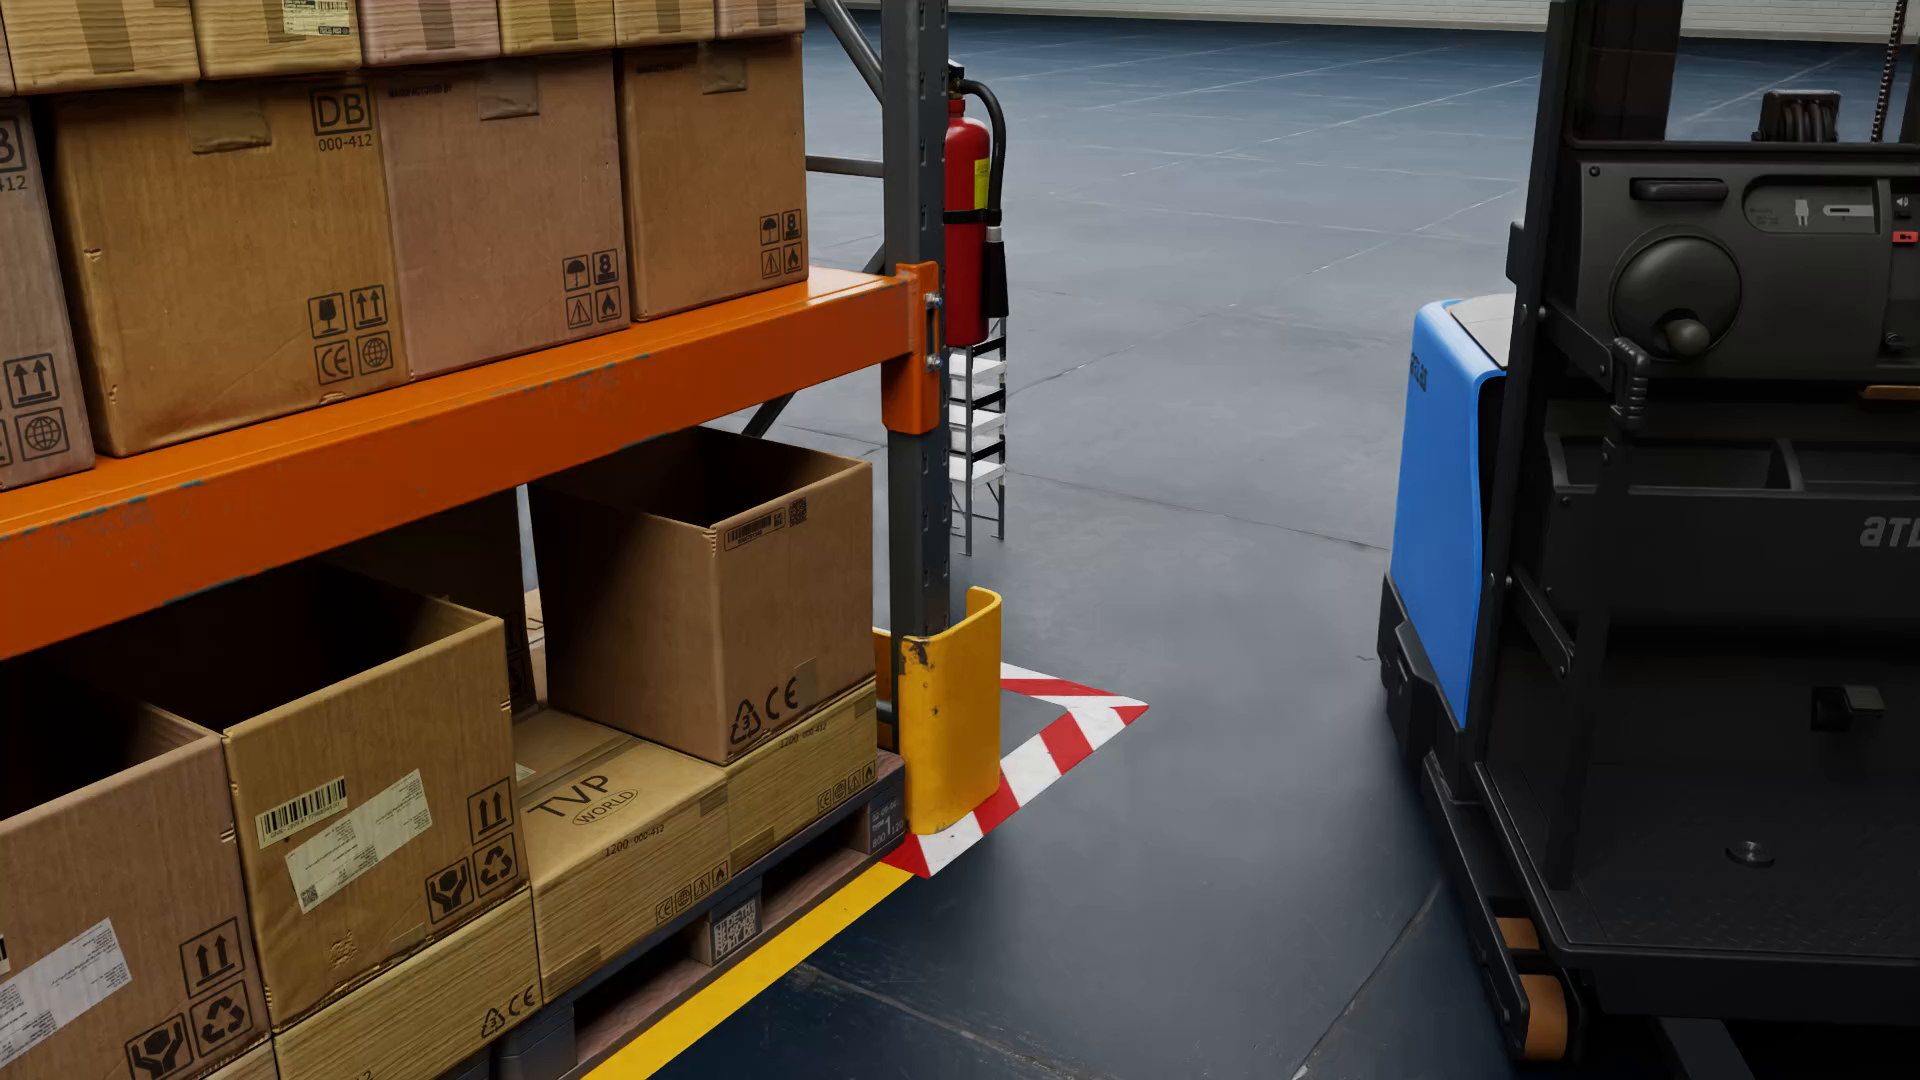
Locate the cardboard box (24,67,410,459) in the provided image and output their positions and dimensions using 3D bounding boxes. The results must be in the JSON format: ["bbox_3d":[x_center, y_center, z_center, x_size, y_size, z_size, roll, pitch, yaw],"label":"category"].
[{"bbox_3d":[-1.318,-0.485,2.608,0.700,0.500,0.500,13,24,32],"label":"cardboard box"}]

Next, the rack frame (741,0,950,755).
[{"bbox_3d":[-0.469,-0.863,3.773,1.000,3.000,0.127,13,24,32],"label":"rack frame"}]

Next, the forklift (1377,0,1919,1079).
[{"bbox_3d":[1.598,-0.489,2.863,1.130,2.935,3.031,1,20,4],"label":"forklift"}]

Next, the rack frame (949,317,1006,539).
[{"bbox_3d":[0.053,-0.449,5.681,0.240,0.900,0.006,13,24,32],"label":"rack frame"}]

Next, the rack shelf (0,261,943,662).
[{"bbox_3d":[-1.594,0.049,2.347,1.077,0.370,4.000,13,24,32],"label":"rack shelf"}]

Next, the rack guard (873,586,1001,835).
[{"bbox_3d":[-0.456,0.303,4.225,1.175,0.500,0.348,13,24,32],"label":"rack guard"}]

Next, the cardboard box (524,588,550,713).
[{"bbox_3d":[-0.955,0.341,3.879,0.500,0.250,0.500,13,24,32],"label":"cardboard box"}]

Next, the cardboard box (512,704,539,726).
[{"bbox_3d":[-1.233,0.485,3.489,0.500,0.250,0.500,13,24,32],"label":"cardboard box"}]

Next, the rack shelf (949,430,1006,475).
[{"bbox_3d":[-0.005,-0.304,5.645,0.258,0.077,0.200,13,24,32],"label":"rack shelf"}]

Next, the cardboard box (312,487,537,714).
[{"bbox_3d":[-1.234,0.133,3.360,0.500,0.500,0.500,13,24,32],"label":"cardboard box"}]

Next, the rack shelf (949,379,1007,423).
[{"bbox_3d":[-0.005,-0.473,5.583,0.258,0.077,0.200,13,24,32],"label":"rack shelf"}]

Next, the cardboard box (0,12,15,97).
[{"bbox_3d":[-1.397,-0.621,2.042,0.380,0.149,0.250,13,24,31],"label":"cardboard box"}]

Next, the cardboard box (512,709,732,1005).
[{"bbox_3d":[-0.798,0.587,3.211,0.500,0.250,0.500,13,24,32],"label":"cardboard box"}]

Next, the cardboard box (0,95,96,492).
[{"bbox_3d":[-1.610,-0.333,2.198,0.700,0.500,0.500,14,25,33],"label":"cardboard box"}]

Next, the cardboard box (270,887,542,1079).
[{"bbox_3d":[-1.077,0.731,2.823,0.500,0.250,0.500,13,24,32],"label":"cardboard box"}]

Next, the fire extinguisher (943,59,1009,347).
[{"bbox_3d":[-0.019,-0.770,3.633,0.296,0.674,0.183,13,24,32],"label":"fire extinguisher"}]

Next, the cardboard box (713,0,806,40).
[{"bbox_3d":[-0.527,-1.067,3.246,0.380,0.149,0.250,13,24,31],"label":"cardboard box"}]

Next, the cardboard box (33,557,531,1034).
[{"bbox_3d":[-1.075,0.380,2.691,0.500,0.500,0.500,13,24,32],"label":"cardboard box"}]

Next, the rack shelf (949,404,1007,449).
[{"bbox_3d":[-0.005,-0.388,5.614,0.258,0.077,0.200,13,24,32],"label":"rack shelf"}]

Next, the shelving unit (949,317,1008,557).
[{"bbox_3d":[-0.005,-0.420,5.603,0.258,0.900,0.210,13,24,32],"label":"shelving unit"}]

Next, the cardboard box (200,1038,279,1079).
[{"bbox_3d":[-1.360,0.874,2.436,0.500,0.250,0.500,13,24,32],"label":"cardboard box"}]

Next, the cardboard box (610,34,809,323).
[{"bbox_3d":[-0.742,-0.778,3.400,0.700,0.500,0.500,13,24,32],"label":"cardboard box"}]

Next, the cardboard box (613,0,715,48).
[{"bbox_3d":[-0.673,-0.992,3.043,0.380,0.149,0.250,14,24,33],"label":"cardboard box"}]

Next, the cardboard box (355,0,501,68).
[{"bbox_3d":[-0.959,-0.846,2.650,0.380,0.149,0.250,14,24,33],"label":"cardboard box"}]

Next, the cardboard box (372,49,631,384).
[{"bbox_3d":[-1.034,-0.626,2.991,0.700,0.500,0.500,14,24,33],"label":"cardboard box"}]

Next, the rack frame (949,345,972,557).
[{"bbox_3d":[-0.062,-0.391,5.524,0.240,0.900,0.006,13,24,32],"label":"rack frame"}]

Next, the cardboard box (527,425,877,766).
[{"bbox_3d":[-0.525,0.090,3.474,0.500,0.500,0.500,13,24,32],"label":"cardboard box"}]

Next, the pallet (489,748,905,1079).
[{"bbox_3d":[-0.865,0.673,3.642,1.003,0.211,1.213,13,24,32],"label":"pallet"}]

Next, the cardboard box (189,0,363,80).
[{"bbox_3d":[-1.107,-0.771,2.446,0.380,0.149,0.250,14,25,33],"label":"cardboard box"}]

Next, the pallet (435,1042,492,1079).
[{"bbox_3d":[-1.551,1.021,2.699,1.003,0.211,1.213,13,24,32],"label":"pallet"}]

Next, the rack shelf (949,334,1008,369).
[{"bbox_3d":[-0.005,-0.642,5.520,0.258,0.077,0.200,13,24,32],"label":"rack shelf"}]

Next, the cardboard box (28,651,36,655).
[{"bbox_3d":[-1.505,0.279,2.965,0.500,0.500,0.500,13,24,32],"label":"cardboard box"}]

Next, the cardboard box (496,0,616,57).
[{"bbox_3d":[-0.816,-0.918,2.844,0.380,0.149,0.250,13,24,31],"label":"cardboard box"}]

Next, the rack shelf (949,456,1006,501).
[{"bbox_3d":[-0.005,-0.220,5.677,0.258,0.077,0.200,13,24,32],"label":"rack shelf"}]

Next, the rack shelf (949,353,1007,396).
[{"bbox_3d":[-0.005,-0.557,5.552,0.258,0.077,0.200,13,24,32],"label":"rack shelf"}]

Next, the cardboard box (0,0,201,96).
[{"bbox_3d":[-1.253,-0.695,2.241,0.380,0.149,0.250,14,25,33],"label":"cardboard box"}]

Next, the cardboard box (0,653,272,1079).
[{"bbox_3d":[-1.357,0.523,2.304,0.500,0.500,0.500,13,24,32],"label":"cardboard box"}]

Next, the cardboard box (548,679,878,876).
[{"bbox_3d":[-0.526,0.442,3.606,0.500,0.250,0.500,13,24,32],"label":"cardboard box"}]
